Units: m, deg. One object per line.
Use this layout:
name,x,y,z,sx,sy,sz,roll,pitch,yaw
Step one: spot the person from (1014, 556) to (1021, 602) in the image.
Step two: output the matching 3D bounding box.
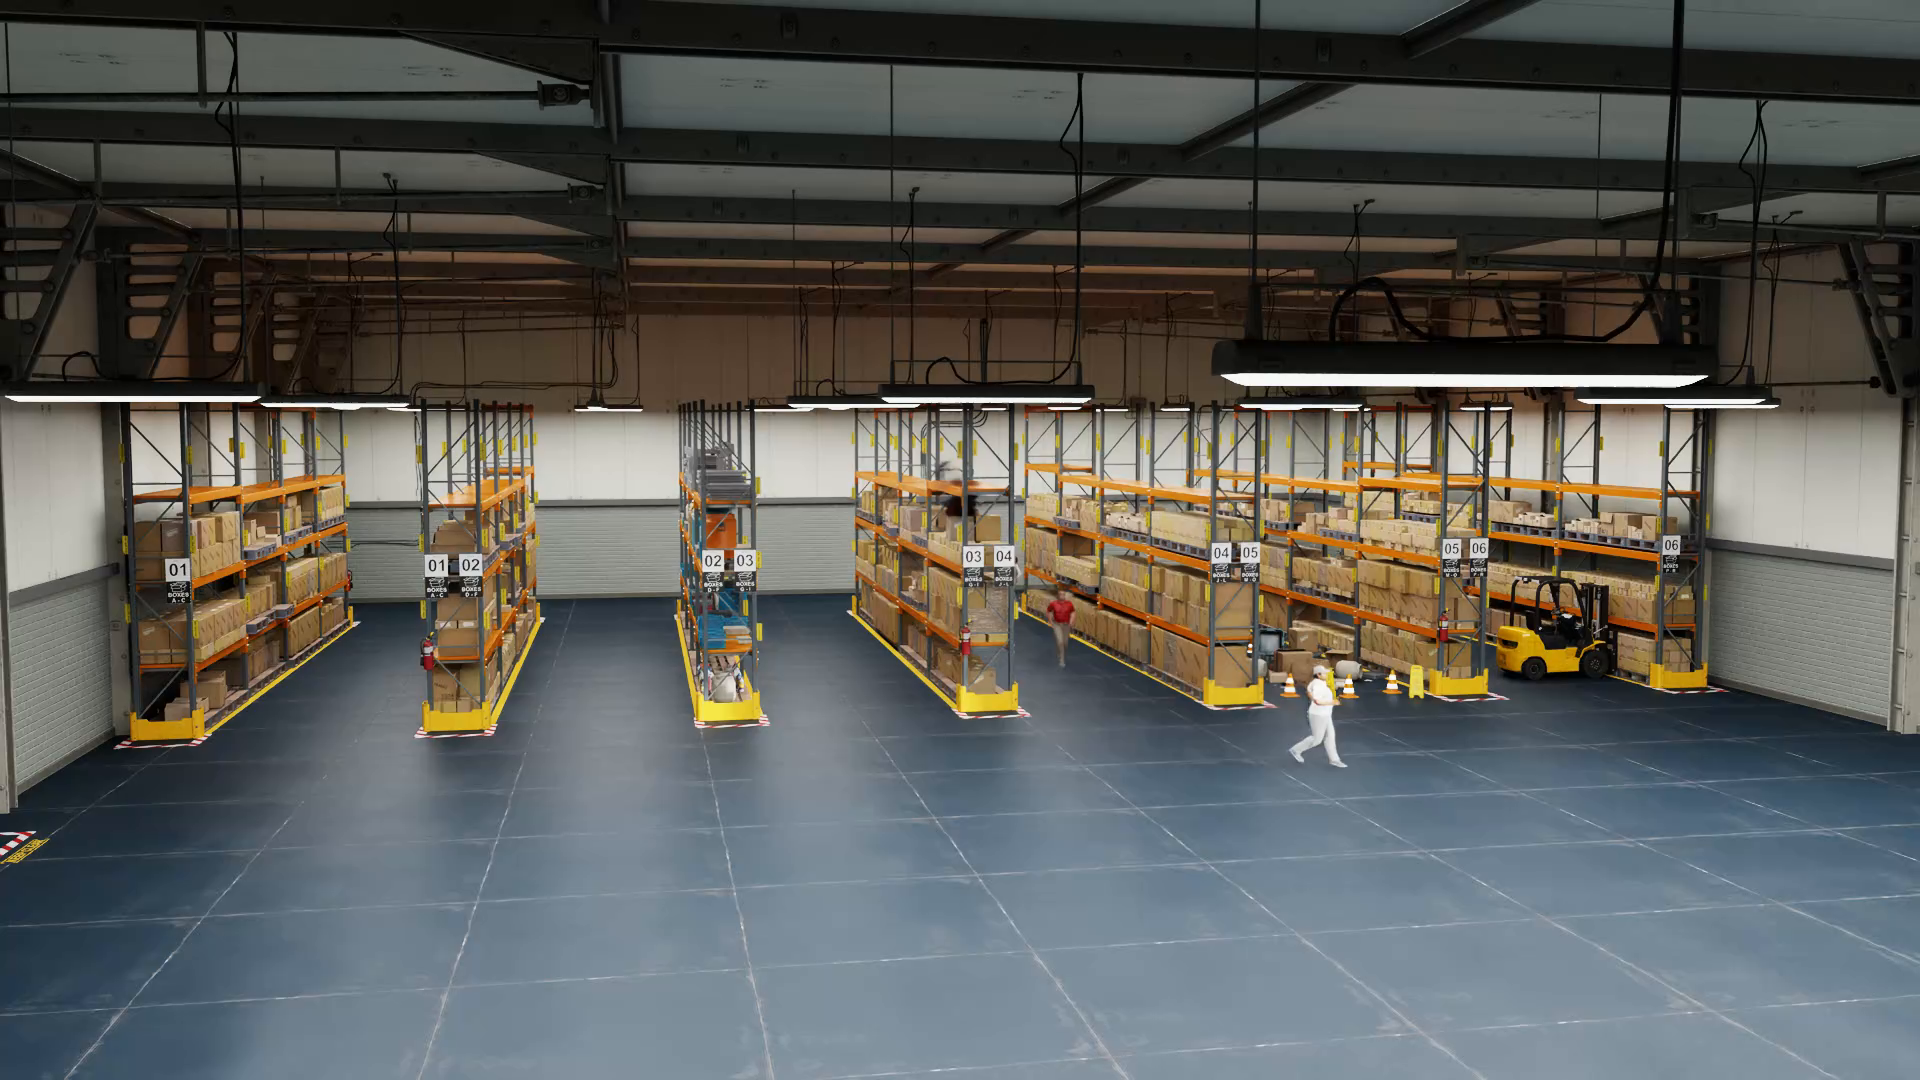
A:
person,1.512,1.223,49.839,0.549,1.510,0.644,-1,4,-8

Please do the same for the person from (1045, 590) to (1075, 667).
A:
person,2.318,2.009,38.119,0.675,1.728,0.844,-1,4,-12

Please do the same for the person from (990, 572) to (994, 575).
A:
person,1.123,1.364,46.145,0.694,1.753,0.853,-1,4,-7

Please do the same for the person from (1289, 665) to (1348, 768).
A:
person,5.802,2.852,26.868,0.924,1.666,0.586,1,5,18
